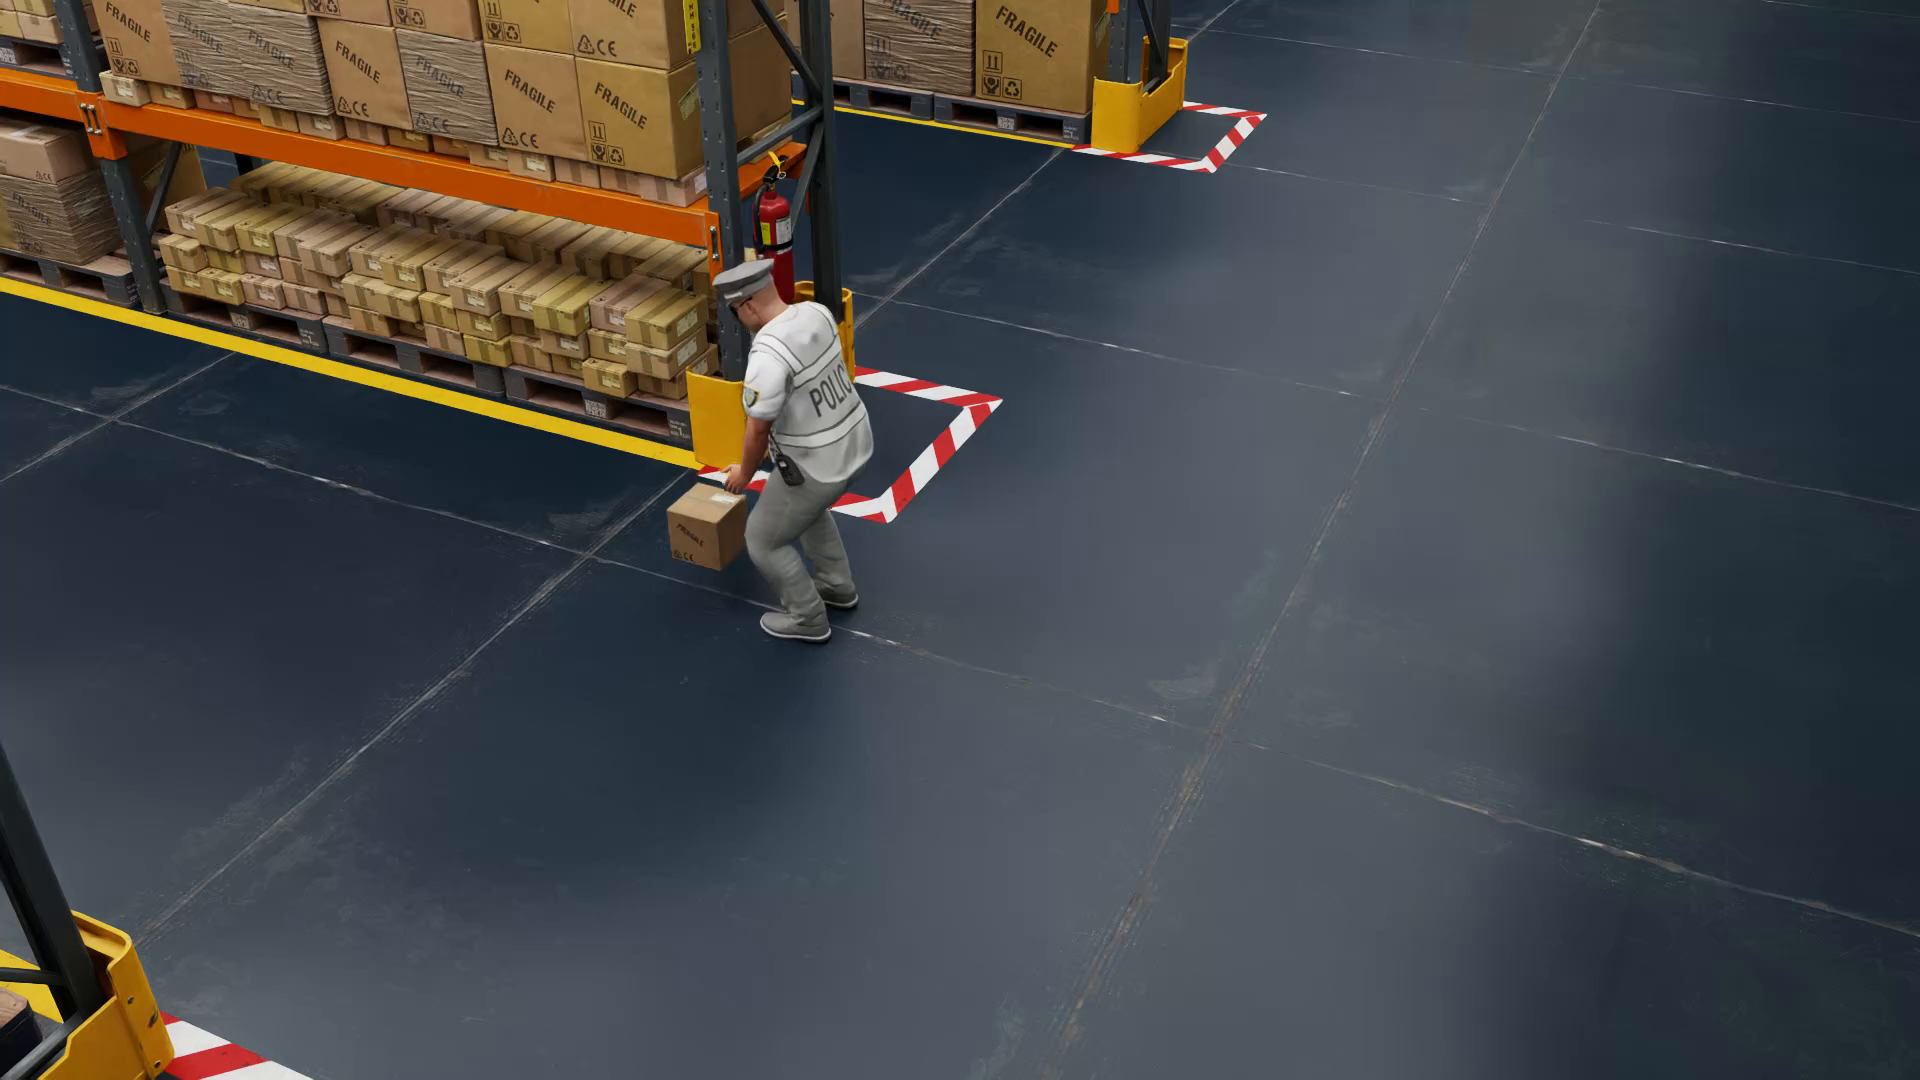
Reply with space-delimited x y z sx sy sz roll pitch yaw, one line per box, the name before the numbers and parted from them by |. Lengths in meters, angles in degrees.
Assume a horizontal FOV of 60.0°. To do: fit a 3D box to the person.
person | -0.670 -0.340 6.754 0.585 1.650 0.571 15 36 21
